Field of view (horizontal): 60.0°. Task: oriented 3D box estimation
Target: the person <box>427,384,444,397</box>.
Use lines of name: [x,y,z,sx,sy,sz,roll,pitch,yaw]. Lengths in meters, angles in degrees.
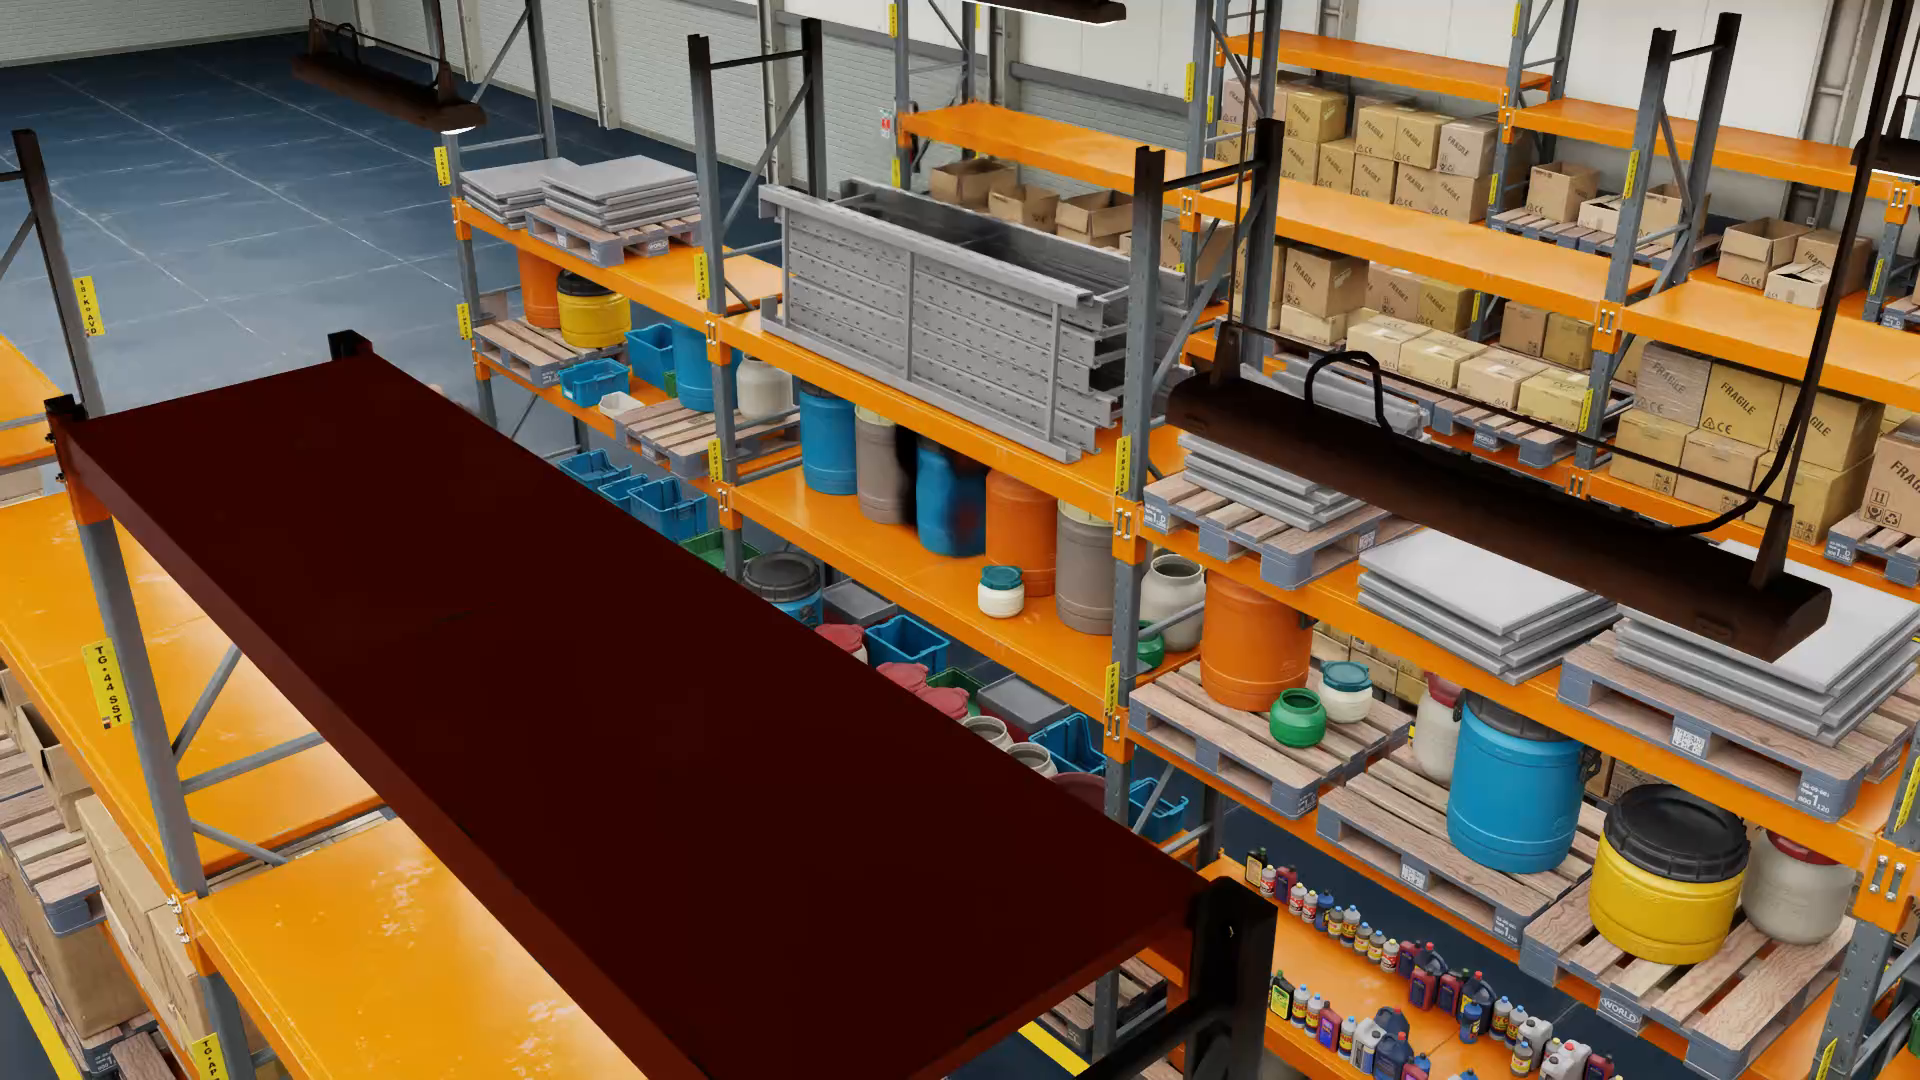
person: [-5.204,-0.764,17.168,0.750,1.774,0.727,0,27,1]
